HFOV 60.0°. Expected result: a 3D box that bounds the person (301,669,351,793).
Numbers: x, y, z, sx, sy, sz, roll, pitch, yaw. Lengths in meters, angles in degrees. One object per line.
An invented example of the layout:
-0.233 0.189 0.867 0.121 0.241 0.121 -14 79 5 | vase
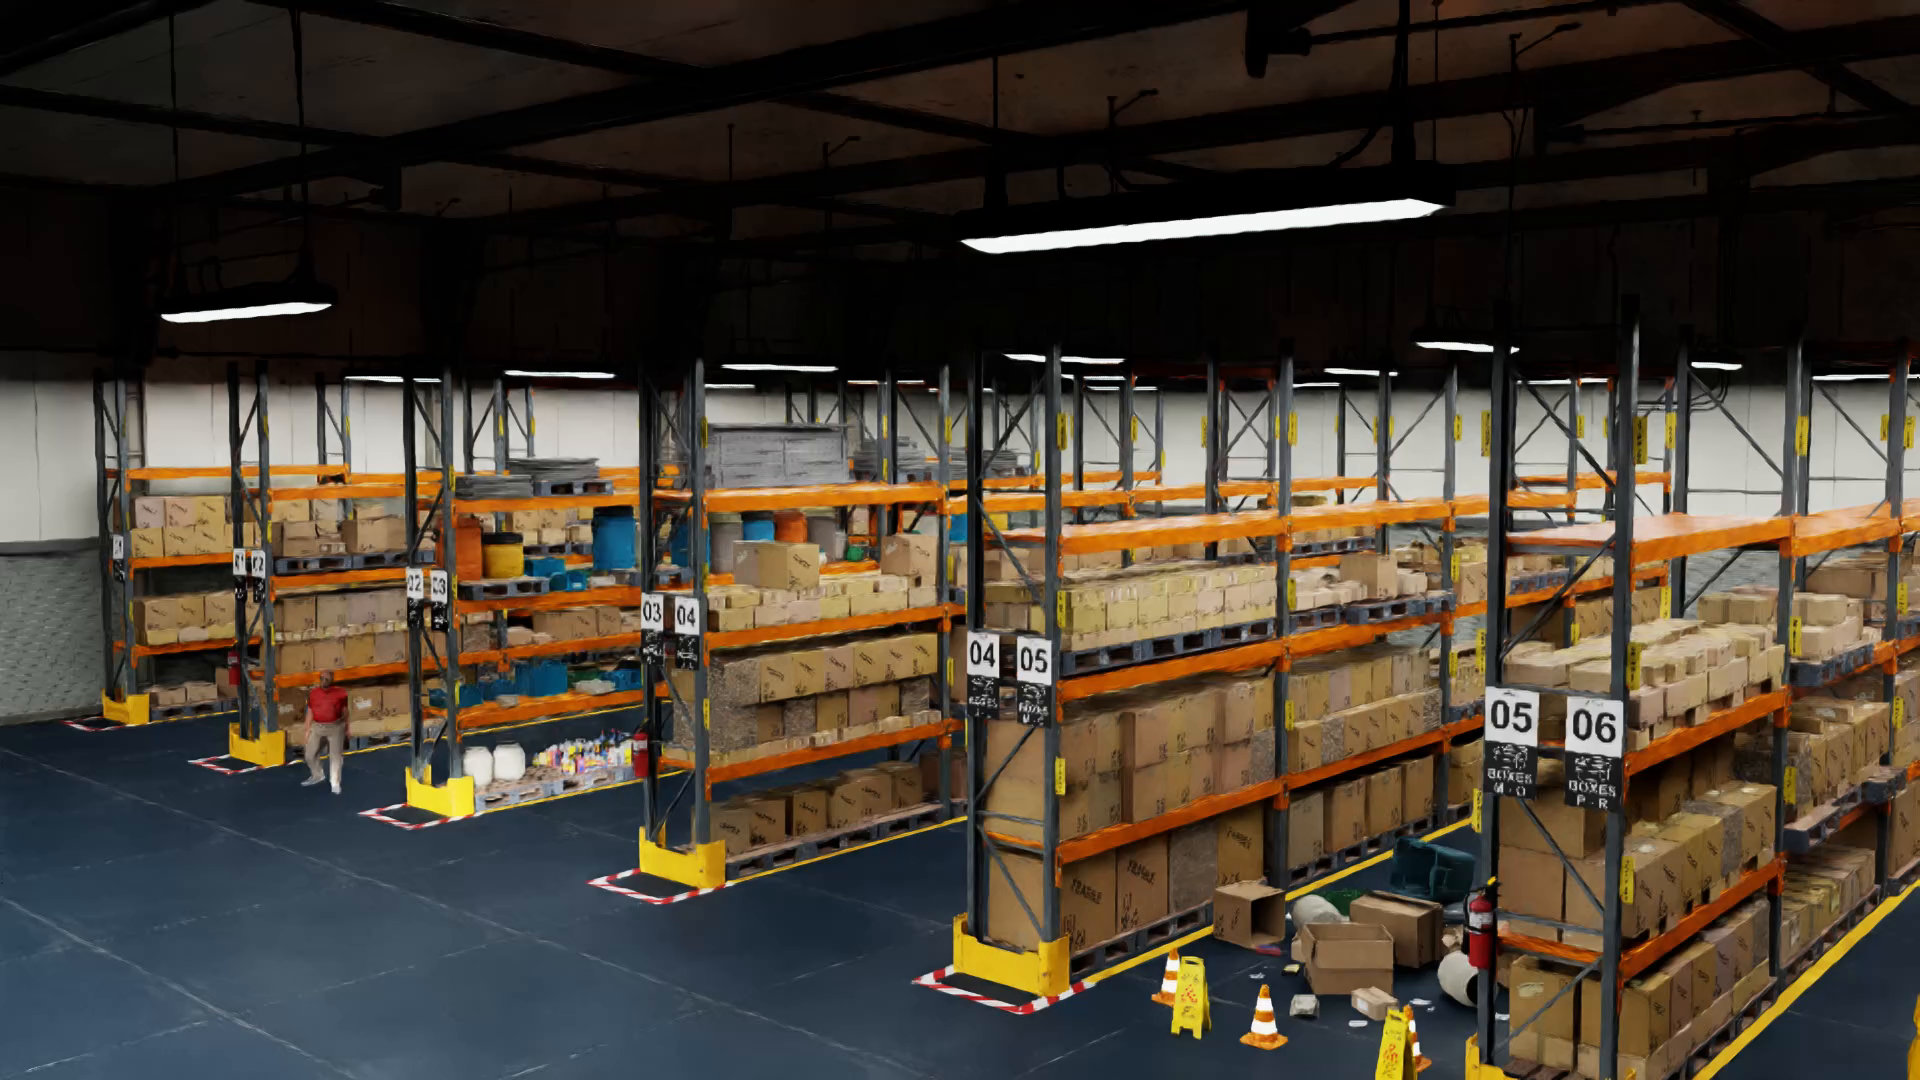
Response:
-8.805 2.618 22.980 0.729 1.718 0.547 0 4 0 | person

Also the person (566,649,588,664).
-7.212 2.102 31.383 0.566 1.526 0.519 4 5 40 | person
